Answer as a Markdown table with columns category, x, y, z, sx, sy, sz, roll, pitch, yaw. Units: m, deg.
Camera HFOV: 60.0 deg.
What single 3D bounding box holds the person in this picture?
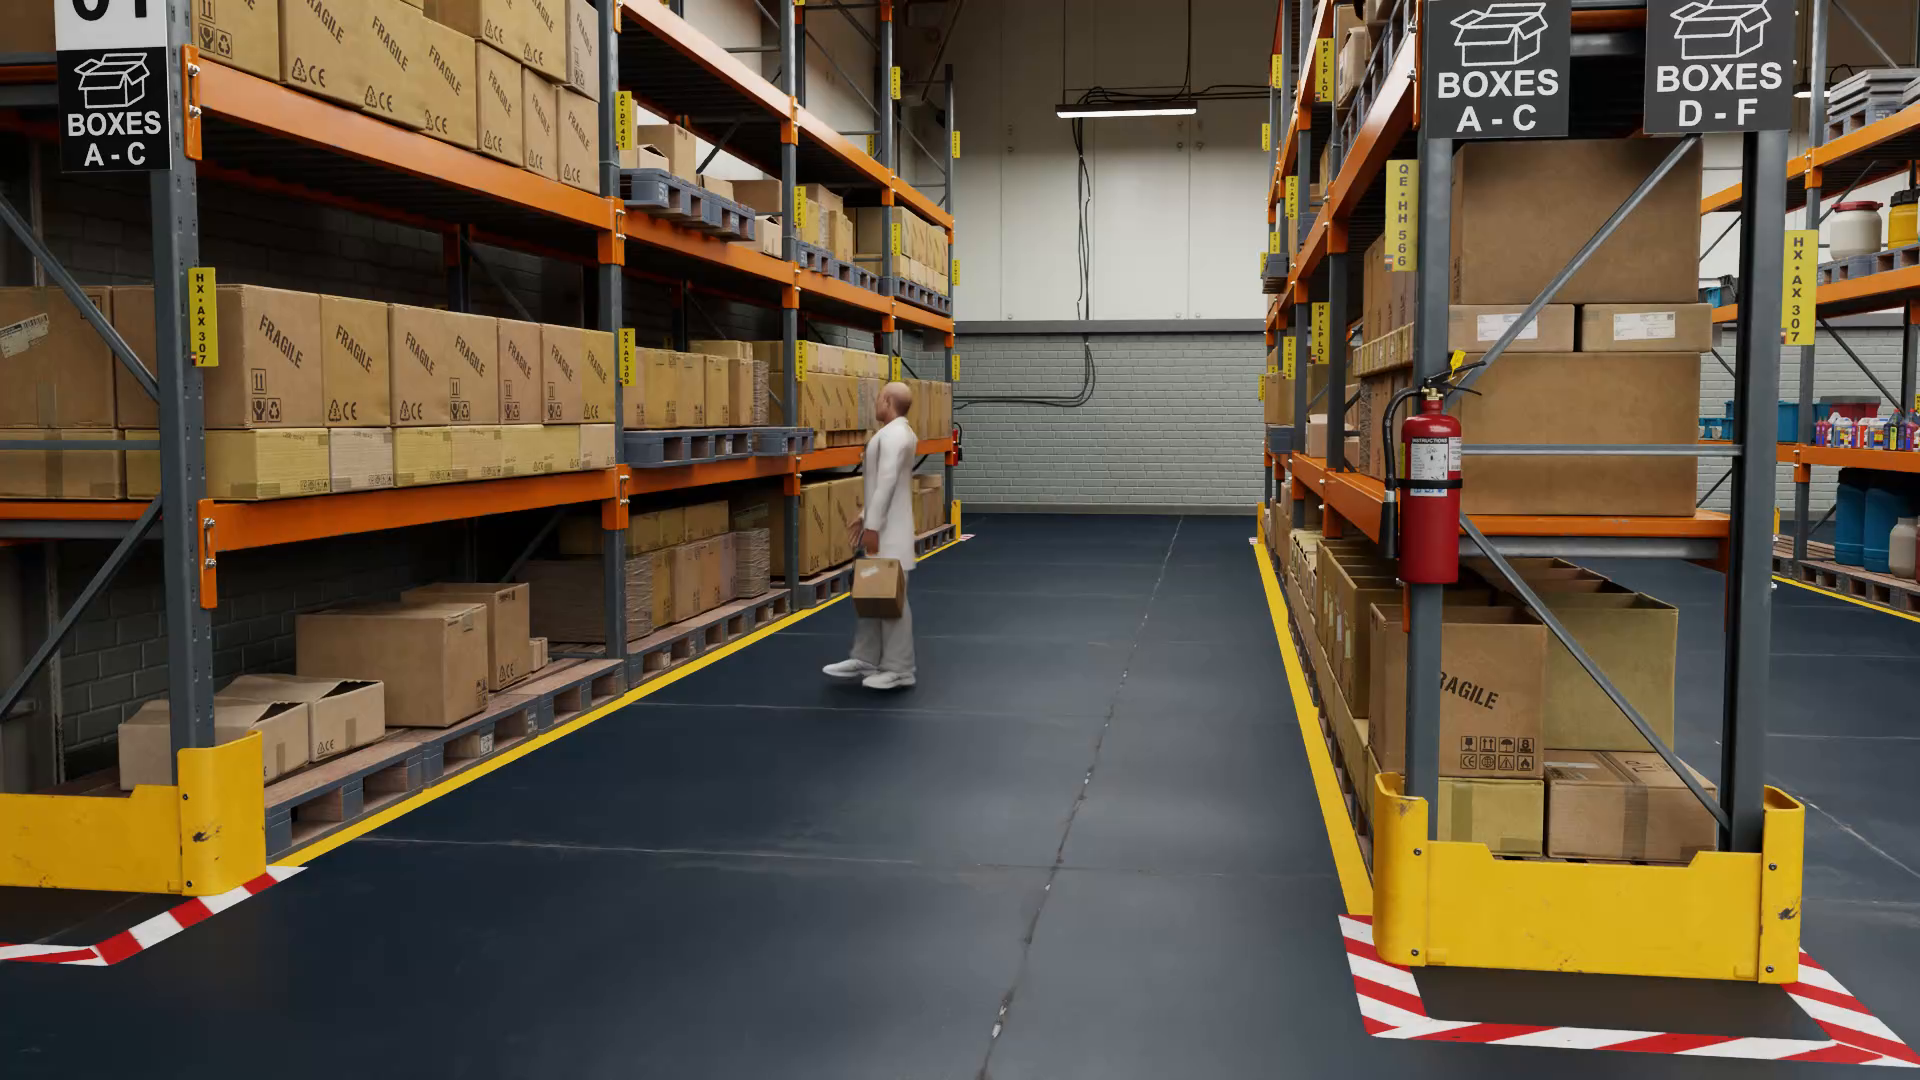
| category | x | y | z | sx | sy | sz | roll | pitch | yaw |
| --- | --- | --- | --- | --- | --- | --- | --- | --- | --- |
| person | -0.528 | -0.037 | 9.790 | 0.568 | 1.782 | 0.582 | 0 | 4 | -3 |
